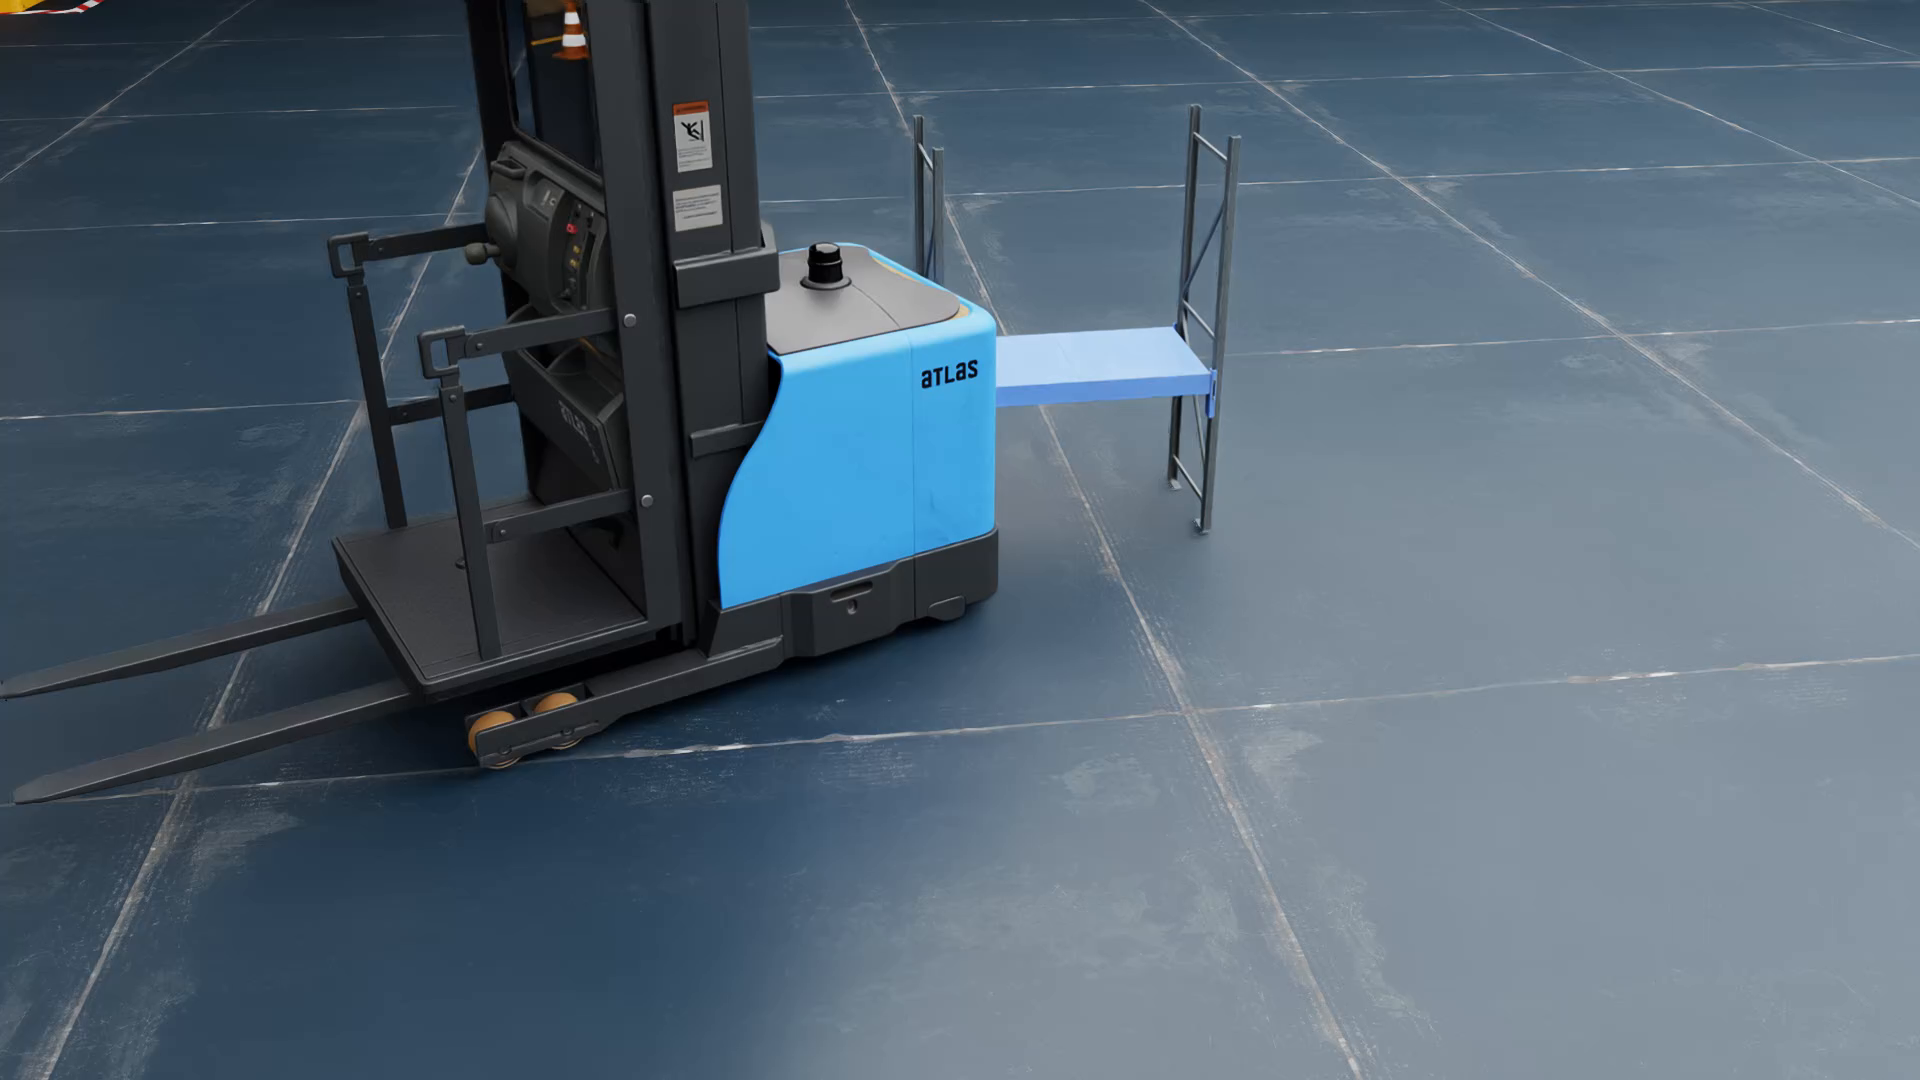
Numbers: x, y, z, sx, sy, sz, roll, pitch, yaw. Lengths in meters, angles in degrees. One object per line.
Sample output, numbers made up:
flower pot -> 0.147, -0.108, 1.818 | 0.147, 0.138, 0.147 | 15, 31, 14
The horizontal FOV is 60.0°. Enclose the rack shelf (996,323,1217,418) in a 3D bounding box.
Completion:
rack shelf -> 0.392, -0.607, 6.184 | 1.000, 0.185, 0.538 | -4, 27, -8

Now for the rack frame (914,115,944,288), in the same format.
rack frame -> -0.109, -0.729, 6.028 | 0.032, 1.500, 0.500 | -4, 27, -8

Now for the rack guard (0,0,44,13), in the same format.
rack guard -> -9.502, -5.673, 16.759 | 0.348, 0.500, 1.175 | -4, 27, -7

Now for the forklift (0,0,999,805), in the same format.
forklift -> -1.391, -0.902, 4.797 | 3.031, 2.935, 1.130 | -16, 31, -28

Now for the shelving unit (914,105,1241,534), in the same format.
shelving unit -> 0.392, -0.767, 6.102 | 1.048, 1.500, 0.538 | -4, 27, -8

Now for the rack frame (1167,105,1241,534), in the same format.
rack frame -> 0.894, -0.805, 6.176 | 0.032, 1.500, 0.500 | -4, 27, -8
